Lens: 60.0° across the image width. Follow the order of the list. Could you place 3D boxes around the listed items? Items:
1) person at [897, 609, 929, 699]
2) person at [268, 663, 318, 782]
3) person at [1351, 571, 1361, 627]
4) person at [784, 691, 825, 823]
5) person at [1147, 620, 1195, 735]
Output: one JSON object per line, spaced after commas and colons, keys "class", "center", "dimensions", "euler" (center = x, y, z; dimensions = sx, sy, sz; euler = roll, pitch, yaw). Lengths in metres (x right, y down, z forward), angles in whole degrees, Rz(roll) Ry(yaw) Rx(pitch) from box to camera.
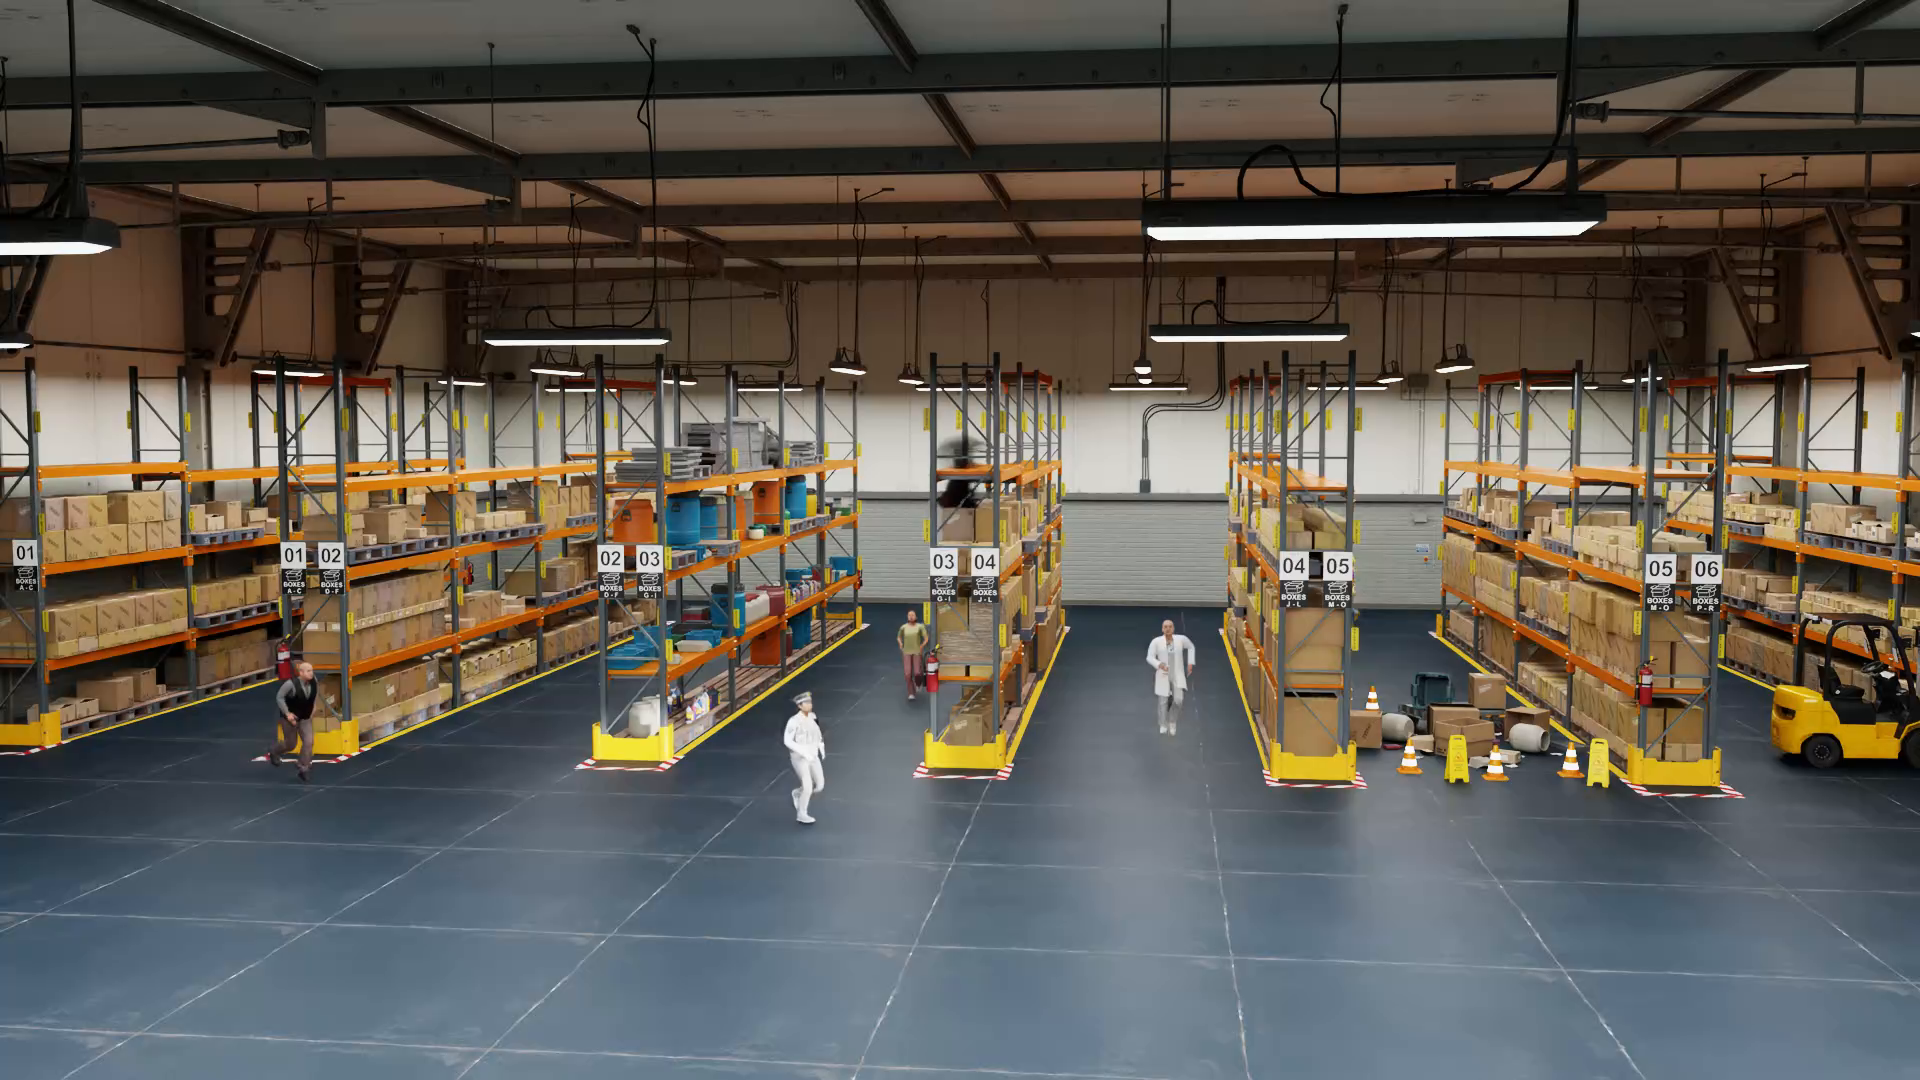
{"class": "person", "center": [-0.873, 2.059, 30.120], "dimensions": [0.564, 1.620, 0.566], "euler": [0, 4, 6]}
{"class": "person", "center": [-9.417, 2.541, 23.464], "dimensions": [0.942, 1.690, 0.672], "euler": [2, 5, 28]}
{"class": "person", "center": [9.408, 1.292, 40.404], "dimensions": [0.654, 1.725, 0.721], "euler": [1, 4, 17]}
{"class": "person", "center": [-1.944, 2.701, 20.812], "dimensions": [0.581, 1.644, 0.669], "euler": [3, 5, 39]}
{"class": "person", "center": [3.166, 2.072, 24.932], "dimensions": [0.735, 1.752, 0.816], "euler": [0, 4, 3]}
